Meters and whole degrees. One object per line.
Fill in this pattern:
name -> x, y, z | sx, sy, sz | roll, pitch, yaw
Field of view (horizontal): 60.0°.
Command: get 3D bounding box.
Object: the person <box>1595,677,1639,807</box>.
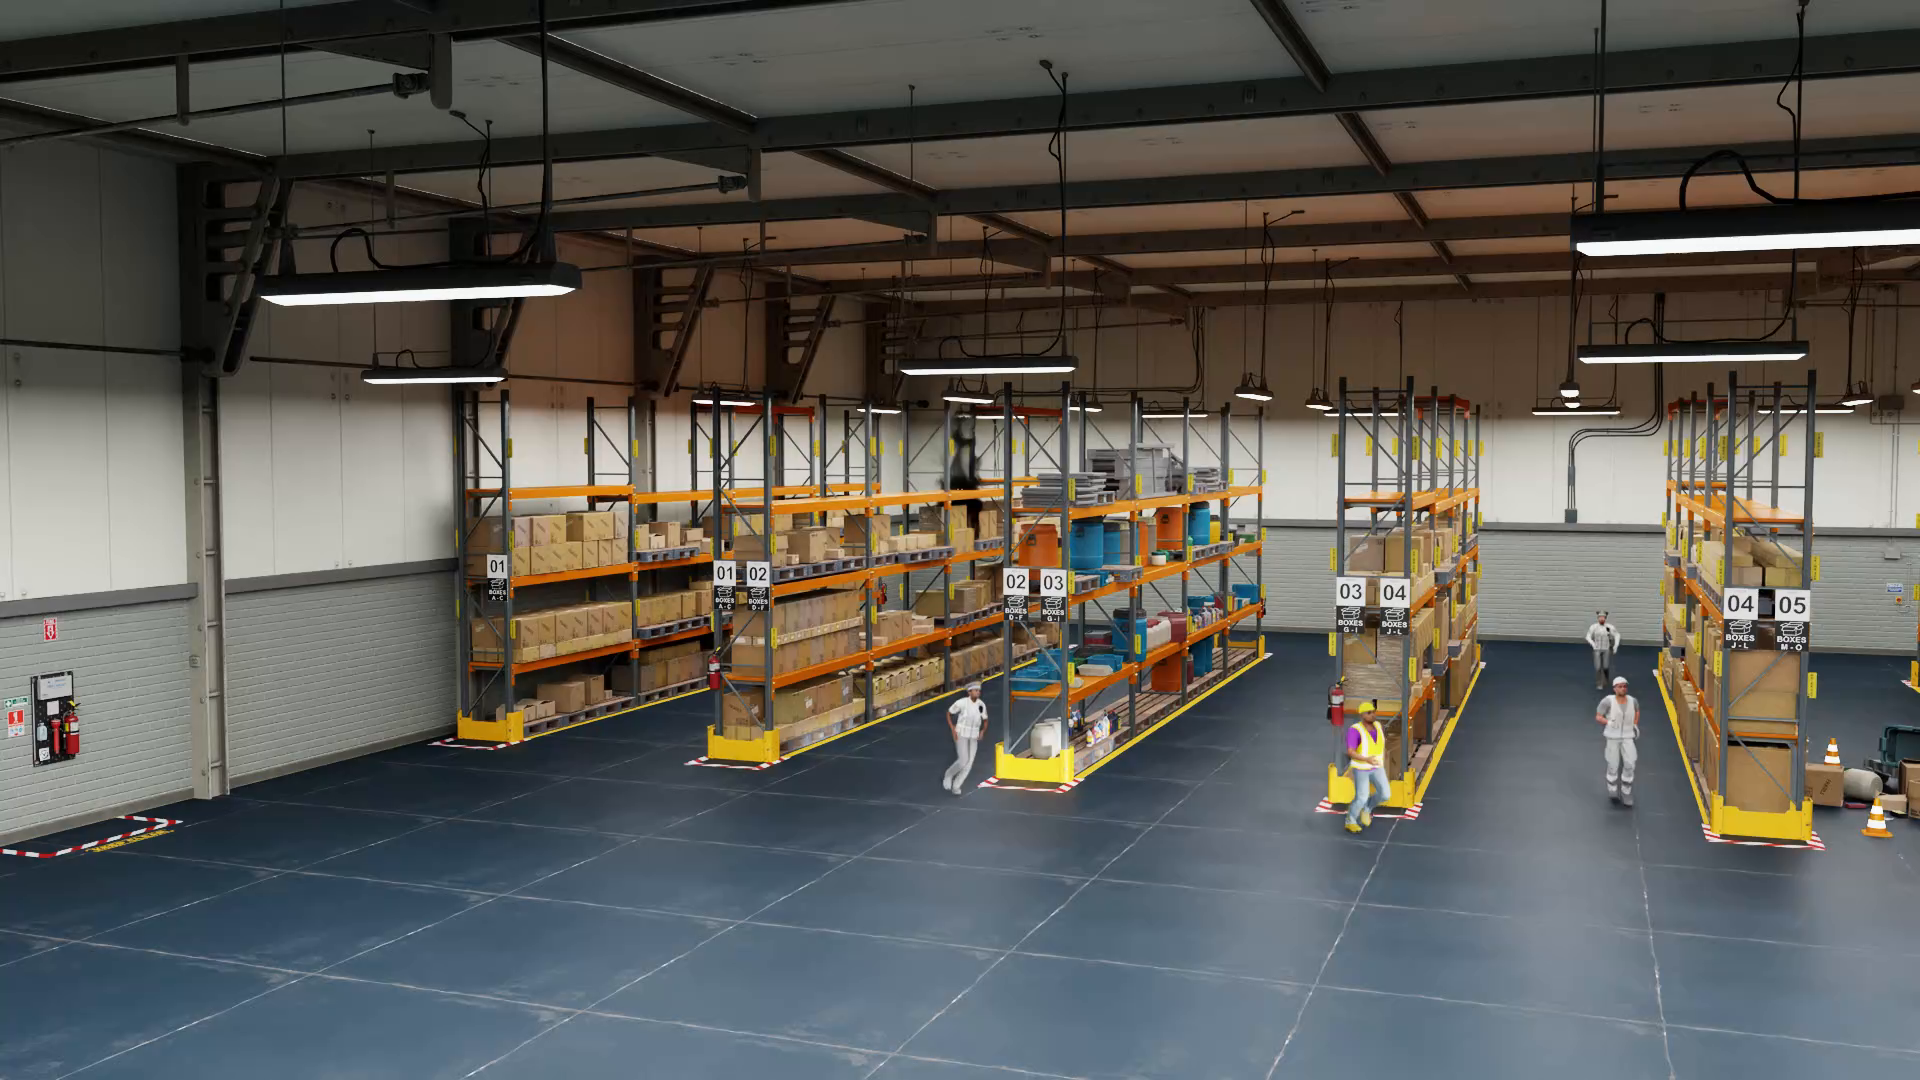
person -> 9.281, 2.831, 23.430 | 0.635, 1.825, 0.749 | 1, 3, 10

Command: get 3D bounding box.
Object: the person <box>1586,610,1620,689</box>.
person -> 13.303, 2.274, 34.424 | 0.663, 1.649, 0.546 | 1, 3, 22

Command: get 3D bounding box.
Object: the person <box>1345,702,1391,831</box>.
person -> 5.308, 2.944, 21.522 | 0.726, 1.710, 0.741 | -1, 3, -22

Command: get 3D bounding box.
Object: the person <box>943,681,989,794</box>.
person -> 0.124, 2.858, 24.104 | 0.641, 1.634, 0.524 | -2, 4, -28
